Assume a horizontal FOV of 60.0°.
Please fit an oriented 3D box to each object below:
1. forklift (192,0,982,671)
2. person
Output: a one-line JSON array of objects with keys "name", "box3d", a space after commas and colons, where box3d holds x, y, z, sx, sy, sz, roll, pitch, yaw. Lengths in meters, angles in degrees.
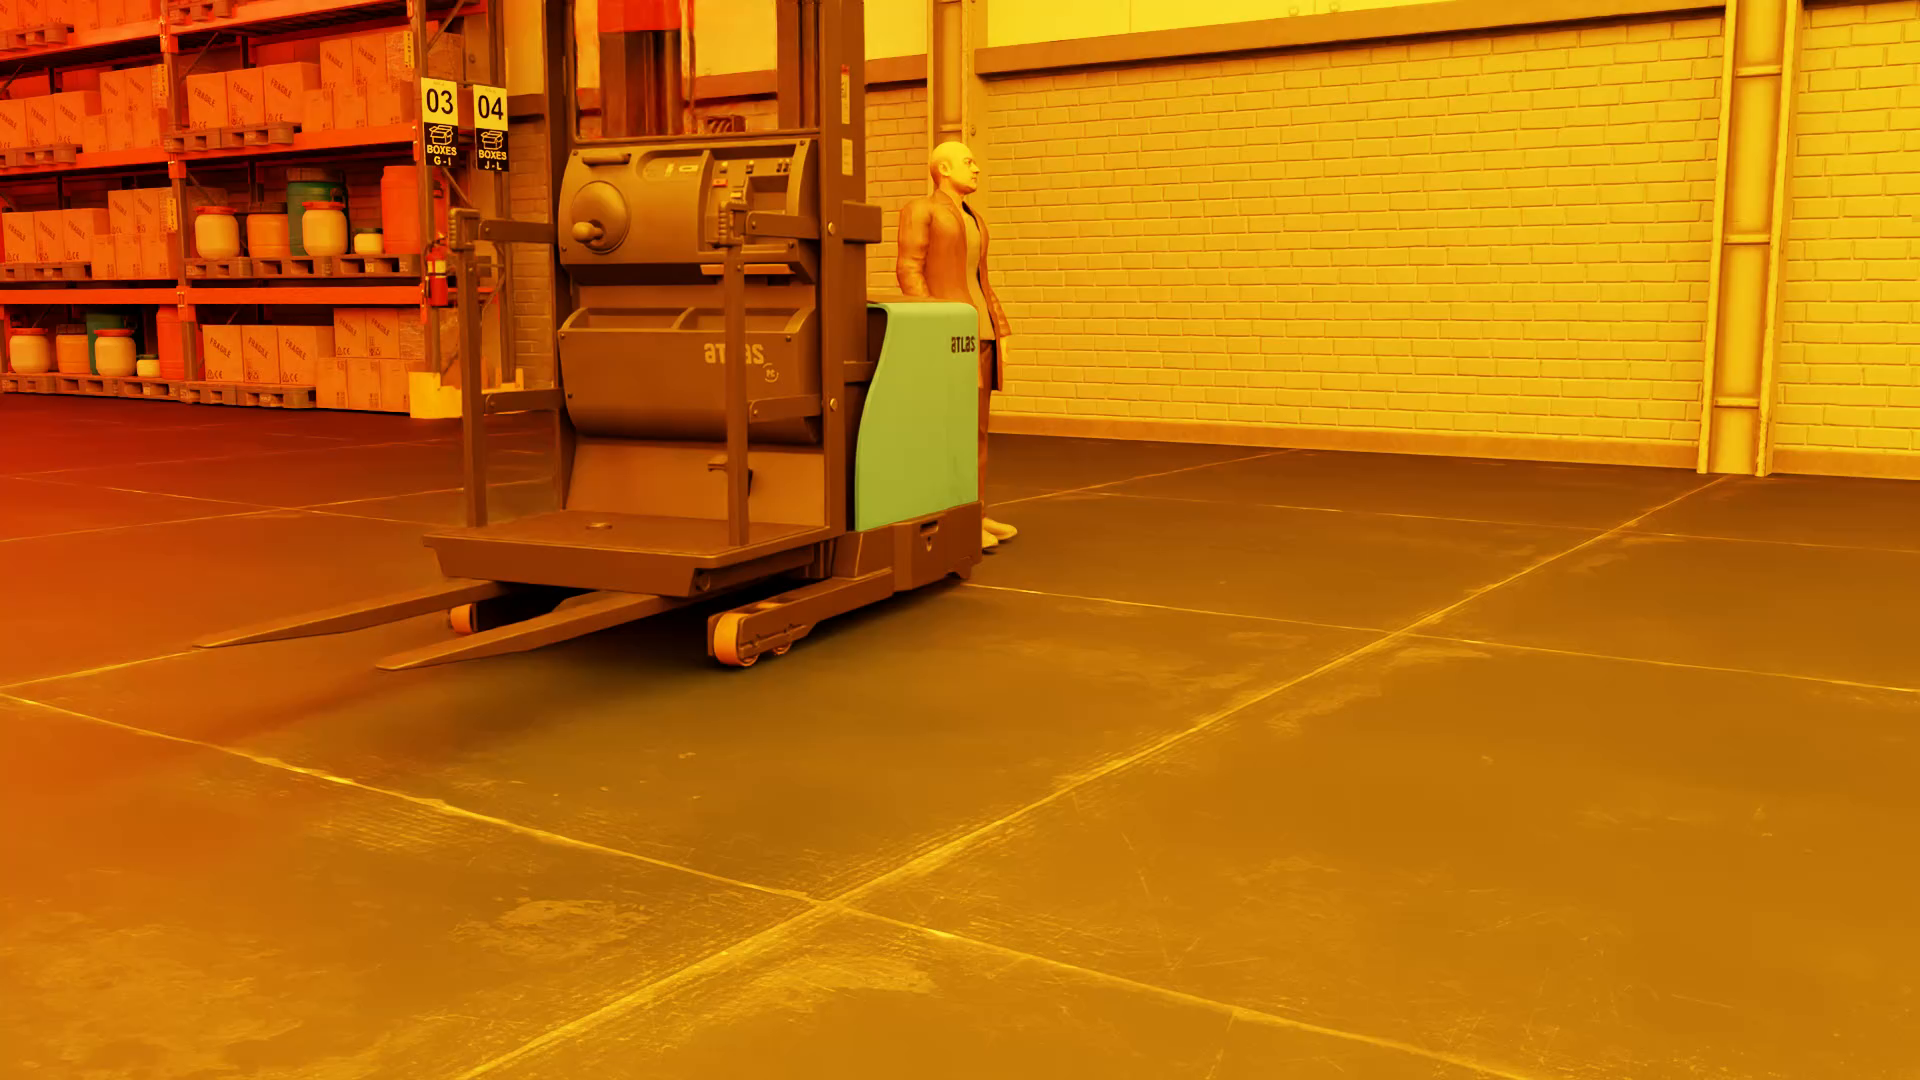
[{"name": "forklift", "box3d": [-0.993, -1.142, 5.221, 1.130, 2.935, 3.031, 4, 9, 25]}, {"name": "person", "box3d": [0.074, -0.880, 7.423, 0.579, 1.778, 0.696, 5, 10, 34]}]
